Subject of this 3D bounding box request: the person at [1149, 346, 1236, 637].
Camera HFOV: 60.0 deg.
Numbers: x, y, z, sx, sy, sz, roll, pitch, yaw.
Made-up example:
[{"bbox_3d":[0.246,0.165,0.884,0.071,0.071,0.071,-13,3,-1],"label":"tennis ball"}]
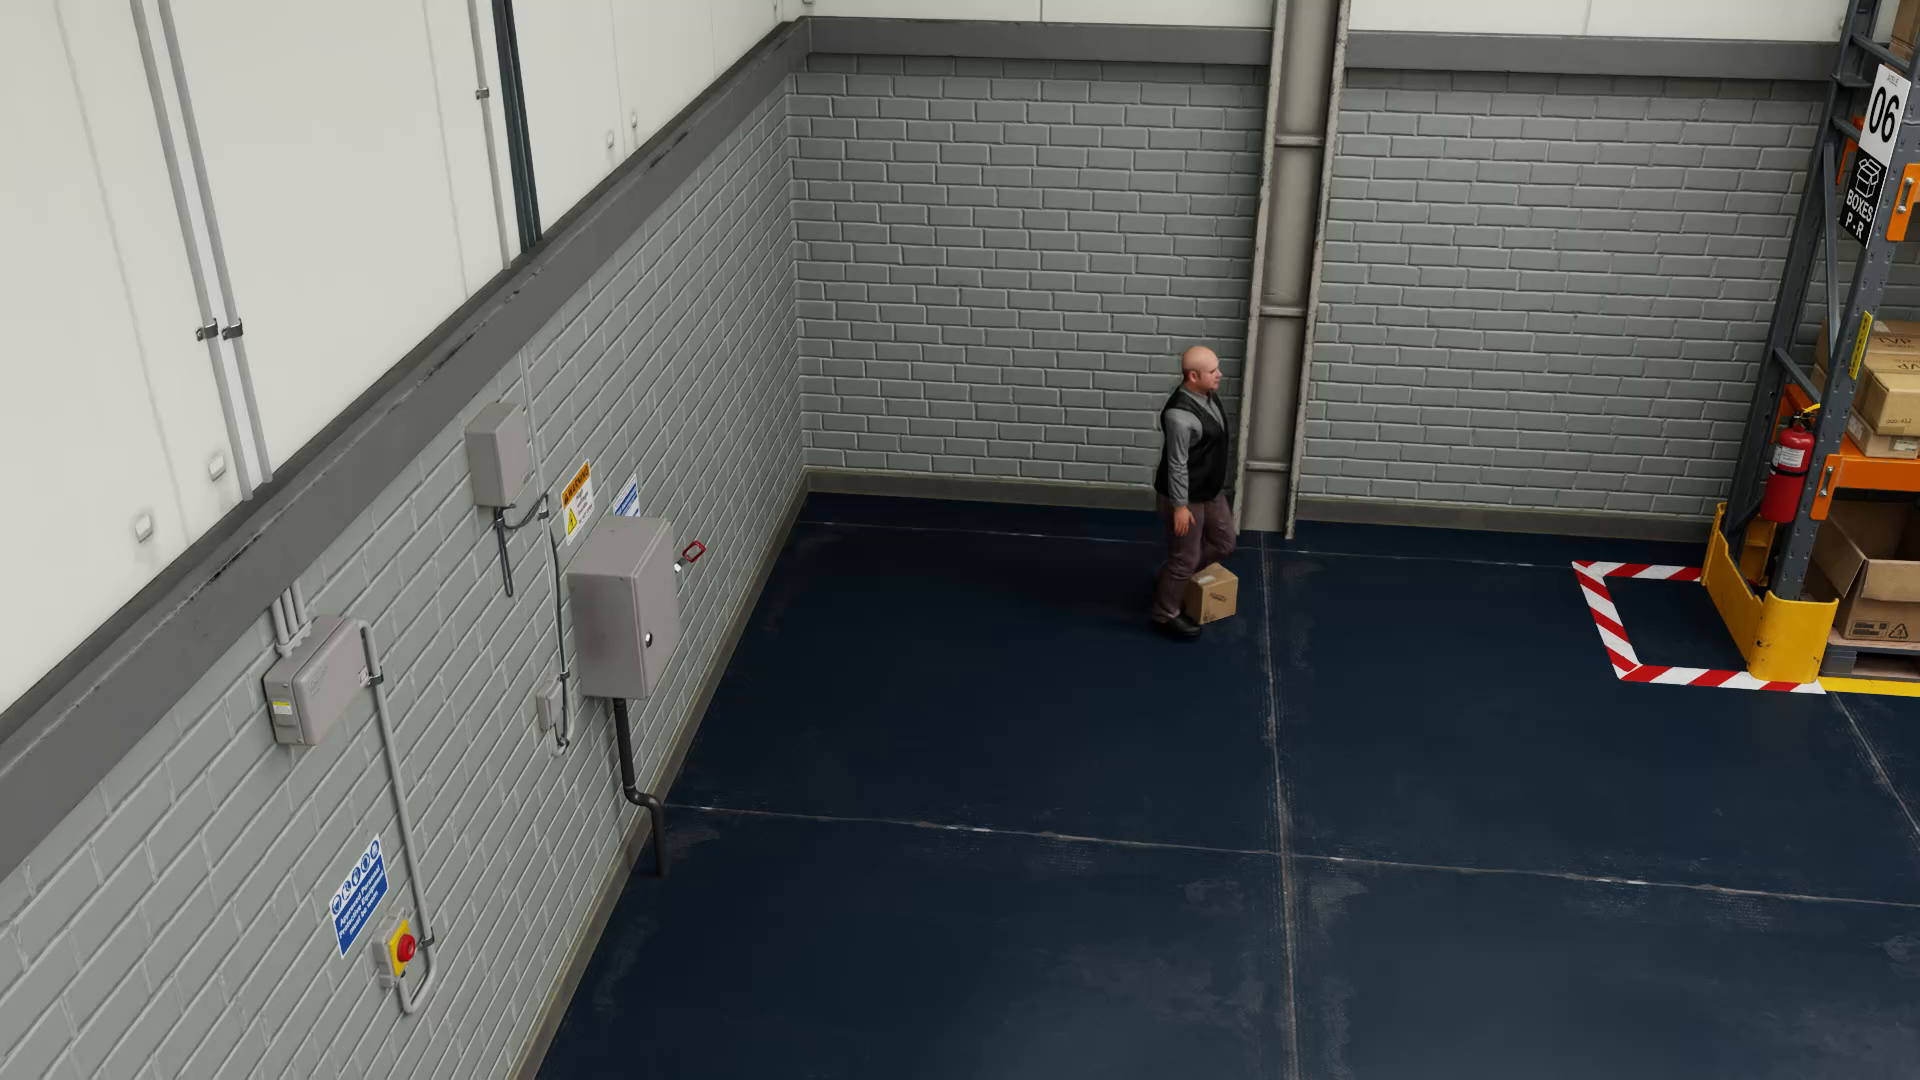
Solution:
[{"bbox_3d":[1.261,-0.263,9.085,0.469,1.711,0.560,12,31,22],"label":"person"}]
